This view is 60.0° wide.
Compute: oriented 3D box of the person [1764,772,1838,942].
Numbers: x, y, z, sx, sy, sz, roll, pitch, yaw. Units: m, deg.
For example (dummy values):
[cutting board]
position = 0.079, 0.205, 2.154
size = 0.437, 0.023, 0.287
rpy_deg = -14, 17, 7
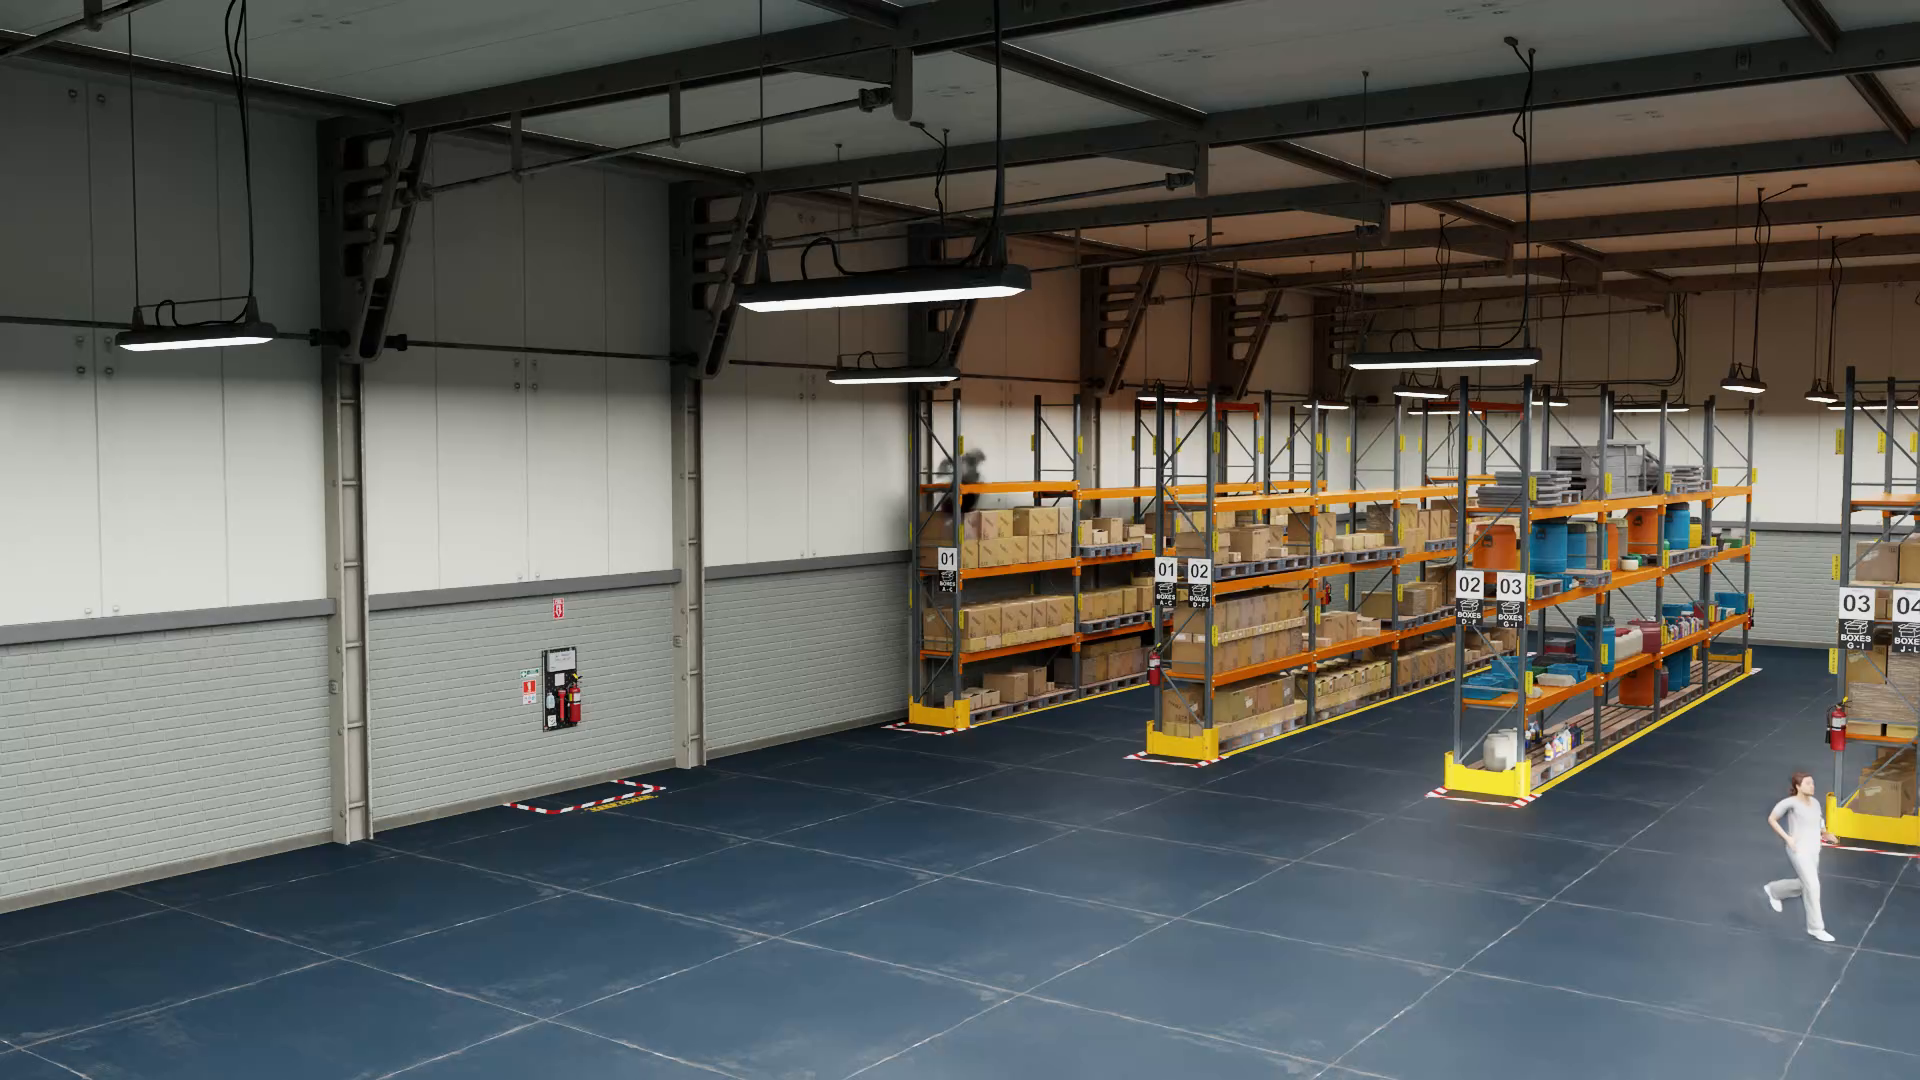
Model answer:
[person]
position = 8.631, 3.217, 17.110
size = 0.567, 1.648, 0.879
rpy_deg = -1, 4, -23
